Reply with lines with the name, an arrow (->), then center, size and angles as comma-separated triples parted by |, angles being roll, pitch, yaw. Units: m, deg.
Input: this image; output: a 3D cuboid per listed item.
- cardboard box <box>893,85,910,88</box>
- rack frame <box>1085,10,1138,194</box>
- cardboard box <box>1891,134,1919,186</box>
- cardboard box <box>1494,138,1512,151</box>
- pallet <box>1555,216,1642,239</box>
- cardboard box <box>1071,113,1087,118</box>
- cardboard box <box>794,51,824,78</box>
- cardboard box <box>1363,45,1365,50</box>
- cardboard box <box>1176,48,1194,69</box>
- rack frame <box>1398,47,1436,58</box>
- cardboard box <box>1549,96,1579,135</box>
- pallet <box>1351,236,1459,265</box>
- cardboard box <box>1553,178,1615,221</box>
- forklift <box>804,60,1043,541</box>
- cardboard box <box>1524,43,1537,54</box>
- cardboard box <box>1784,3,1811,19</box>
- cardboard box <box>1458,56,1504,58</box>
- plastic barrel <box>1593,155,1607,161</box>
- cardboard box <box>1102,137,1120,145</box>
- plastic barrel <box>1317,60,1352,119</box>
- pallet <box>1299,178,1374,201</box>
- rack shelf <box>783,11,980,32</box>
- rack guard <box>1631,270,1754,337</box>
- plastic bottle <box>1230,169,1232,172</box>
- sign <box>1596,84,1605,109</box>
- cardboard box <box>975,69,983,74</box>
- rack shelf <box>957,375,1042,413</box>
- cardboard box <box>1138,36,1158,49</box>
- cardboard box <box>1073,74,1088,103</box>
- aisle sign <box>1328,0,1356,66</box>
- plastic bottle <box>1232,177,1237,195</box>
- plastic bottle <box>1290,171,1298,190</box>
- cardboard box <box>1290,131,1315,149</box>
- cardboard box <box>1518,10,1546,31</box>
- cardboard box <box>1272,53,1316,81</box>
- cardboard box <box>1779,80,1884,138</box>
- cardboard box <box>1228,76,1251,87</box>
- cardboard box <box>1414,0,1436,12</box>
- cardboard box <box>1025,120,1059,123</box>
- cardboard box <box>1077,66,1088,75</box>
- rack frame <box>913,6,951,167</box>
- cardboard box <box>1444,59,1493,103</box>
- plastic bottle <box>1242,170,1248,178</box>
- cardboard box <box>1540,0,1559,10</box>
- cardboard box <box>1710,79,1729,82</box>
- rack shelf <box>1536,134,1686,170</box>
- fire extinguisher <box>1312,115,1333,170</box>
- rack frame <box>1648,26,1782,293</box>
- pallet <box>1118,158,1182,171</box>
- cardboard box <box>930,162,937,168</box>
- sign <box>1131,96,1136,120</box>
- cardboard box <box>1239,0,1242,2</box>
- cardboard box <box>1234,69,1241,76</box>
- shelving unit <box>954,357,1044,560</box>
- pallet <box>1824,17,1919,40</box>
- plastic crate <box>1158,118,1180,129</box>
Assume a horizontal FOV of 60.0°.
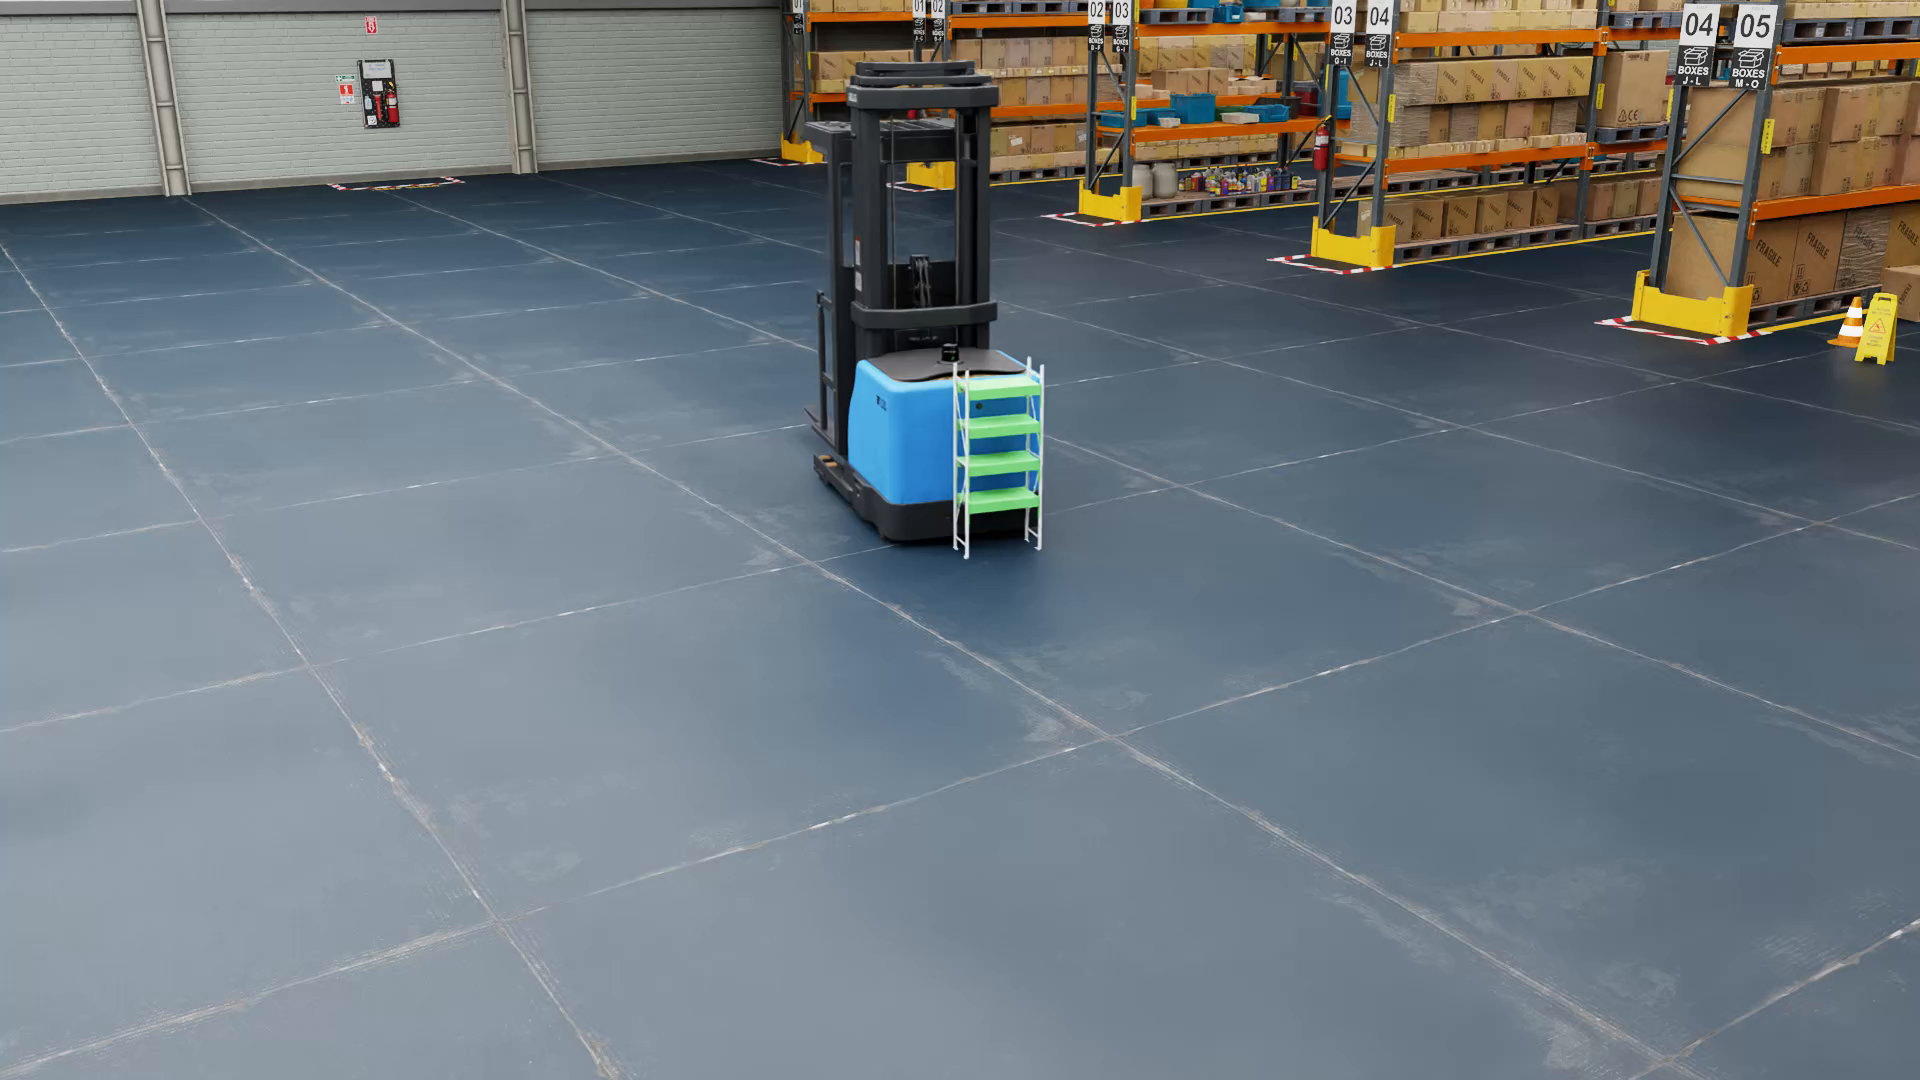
cardboard box -> -1.351, -9.186, 33.434 | 0.500, 0.250, 0.500 | -12, 22, -31
rack frame -> 2.238, -6.324, 24.768 | 0.127, 3.000, 1.000 | -12, 22, -31
cardboard box -> 10.198, -4.259, 18.426 | 0.550, 0.550, 0.875 | -12, 22, -31
cardboard box -> 7.024, -5.208, 21.859 | 0.250, 0.149, 0.380 | -12, 22, -31
pallet -> 8.952, -4.521, 23.787 | 1.213, 0.211, 1.003 | -12, 22, -31
cardboard box -> 2.404, -9.207, 36.512 | 0.500, 0.500, 0.700 | -12, 22, -31
cardboard box -> -2.934, -9.408, 32.921 | 0.500, 0.500, 0.500 | -12, 22, -32
cardboard box -> 9.732, -11.842, 40.621 | 0.700, 0.700, 0.980 | -11, 21, -29
cardboard box -> 4.875, -10.775, 37.281 | 0.500, 0.500, 0.500 | -12, 22, -32
rack frame -> 9.539, -9.764, 34.941 | 0.127, 3.000, 1.000 | -12, 22, -31
cardboard box -> 7.893, -5.830, 22.684 | 0.500, 0.500, 0.875 | -12, 22, -31
pallet -> 5.723, -3.825, 21.731 | 1.213, 0.211, 1.003 | -12, 22, -31
cardboard box -> 8.827, -4.831, 23.566 | 0.500, 0.500, 0.700 | -14, 23, -36
forklift -> -0.424, -1.818, 11.545 | 1.130, 2.935, 3.031 | -6, 20, -18
cardboard box -> 12.238, -10.748, 36.136 | 0.500, 0.500, 0.500 | -11, 22, -30
cardboard box -> 8.068, -5.178, 16.274 | 0.250, 0.149, 0.380 | -12, 22, -31
cardboard box -> 6.952, -6.178, 22.154 | 0.500, 0.500, 0.500 | -12, 22, -31
plastic barrel -> 11.796, -7.552, 31.019 | 0.708, 0.901, 0.600 | -12, 22, -31
cardboard box -> 3.038, -7.664, 31.494 | 0.500, 0.311, 0.500 | -12, 22, -31
plastic barrel -> 6.068, -7.253, 26.733 | 0.708, 0.901, 0.600 | -12, 22, -31
pallet -> 6.213, -5.857, 27.739 | 1.213, 0.211, 1.003 | -12, 22, -31
rack shelf -> -1.541, -10.407, 33.283 | 4.000, 0.370, 1.077 | -12, 22, -31
rack guard -> 7.585, -2.467, 17.260 | 0.348, 0.500, 1.175 | -12, 22, -31
plastic bottle -> 4.358, -5.868, 26.973 | 0.133, 0.283, 0.061 | -11, 21, -29
sign -> 8.607, -5.970, 22.369 | 0.005, 0.325, 0.100 | -12, 22, -31
cardboard box -> 0.182, -8.063, 28.743 | 0.250, 0.149, 0.380 | -13, 22, -33
rack shelf -> 0.237, -0.903, 10.242 | 0.480, 0.148, 0.258 | -6, 20, -18
cardboard box -> 4.016, -10.952, 36.635 | 0.500, 0.250, 0.500 | -11, 22, -30
cardboard box -> 2.053, -8.227, 30.241 | 0.500, 0.500, 0.700 | -12, 22, -32
aisle sign -> 4.745, -6.300, 20.638 | 0.004, 0.787, 0.394 | -12, 22, -31
plastic bottle -> 4.293, -5.554, 26.063 | 0.097, 0.271, 0.097 | 0, 19, 0
plastic bottle -> 5.358, -5.777, 26.705 | 0.133, 0.283, 0.061 | -11, 21, -29
cardboard box -> 6.735, -8.087, 33.198 | 0.500, 0.500, 0.500 | -11, 22, -29
cardboard box -> 7.201, -6.723, 21.499 | 0.500, 0.250, 0.500 | -12, 22, -32
cardboard box -> 6.662, -9.446, 33.191 | 0.700, 0.500, 0.500 | 14, 23, 35
cardboard box -> 9.259, -4.605, 17.761 | 0.500, 0.550, 0.875 | -12, 22, -31
cardboard box -> 5.345, -8.911, 32.559 | 0.500, 0.311, 0.500 | -12, 22, -32
cardboard box -> 5.589, -6.545, 20.348 | 0.250, 0.149, 0.380 | -11, 22, -30
cardboard box -> 1.463, -7.432, 30.511 | 0.500, 0.500, 0.500 | -12, 22, -31
cardboard box -> 2.104, -8.468, 29.939 | 0.250, 0.149, 0.380 | -12, 22, -32
rack frame -> -0.483, -7.650, 28.689 | 0.127, 3.000, 1.000 | -12, 22, -31
cardboard box -> 6.409, -5.860, 21.213 | 0.500, 0.500, 0.500 | -12, 22, -31
plastic bottle -> 4.621, -5.856, 26.955 | 0.097, 0.271, 0.097 | 0, 19, 0
cardboard box -> 7.538, -6.963, 21.585 | 0.250, 0.149, 0.380 | -13, 22, -33
cardboard box -> 11.214, -6.549, 24.621 | 0.500, 0.500, 0.500 | -15, 24, -38
rack shelf -> 9.973, -5.716, 24.091 | 4.000, 0.370, 1.077 | -12, 22, -31
fire extinguisher -> 4.613, -5.066, 21.167 | 0.183, 0.674, 0.296 | -12, 22, -31
rack frame -> 7.605, -3.655, 16.872 | 0.127, 3.000, 1.000 | -12, 22, -31
pallet -> 3.451, -7.174, 31.634 | 1.213, 0.211, 1.003 | -12, 22, -31
cardboard box -> -0.198, -6.720, 29.575 | 0.500, 0.250, 0.500 | -12, 22, -31
sign -> 2.537, -6.307, 24.286 | 0.005, 0.325, 0.100 | -12, 22, -31
cardboard box -> 5.422, -10.416, 31.765 | 0.500, 0.250, 0.500 | -11, 22, -30
cardboard box -> 6.246, -10.759, 38.246 | 0.250, 0.149, 0.380 | -11, 22, -30
shelving unit -> 0.237, -0.509, 10.376 | 0.503, 1.200, 0.258 | -6, 20, -18
pallet -> 9.239, -5.384, 17.440 | 1.213, 0.211, 1.003 | -12, 22, -31
plastic crate -> 3.162, -6.271, 25.022 | 0.250, 0.136, 0.298 | -12, 22, -31
